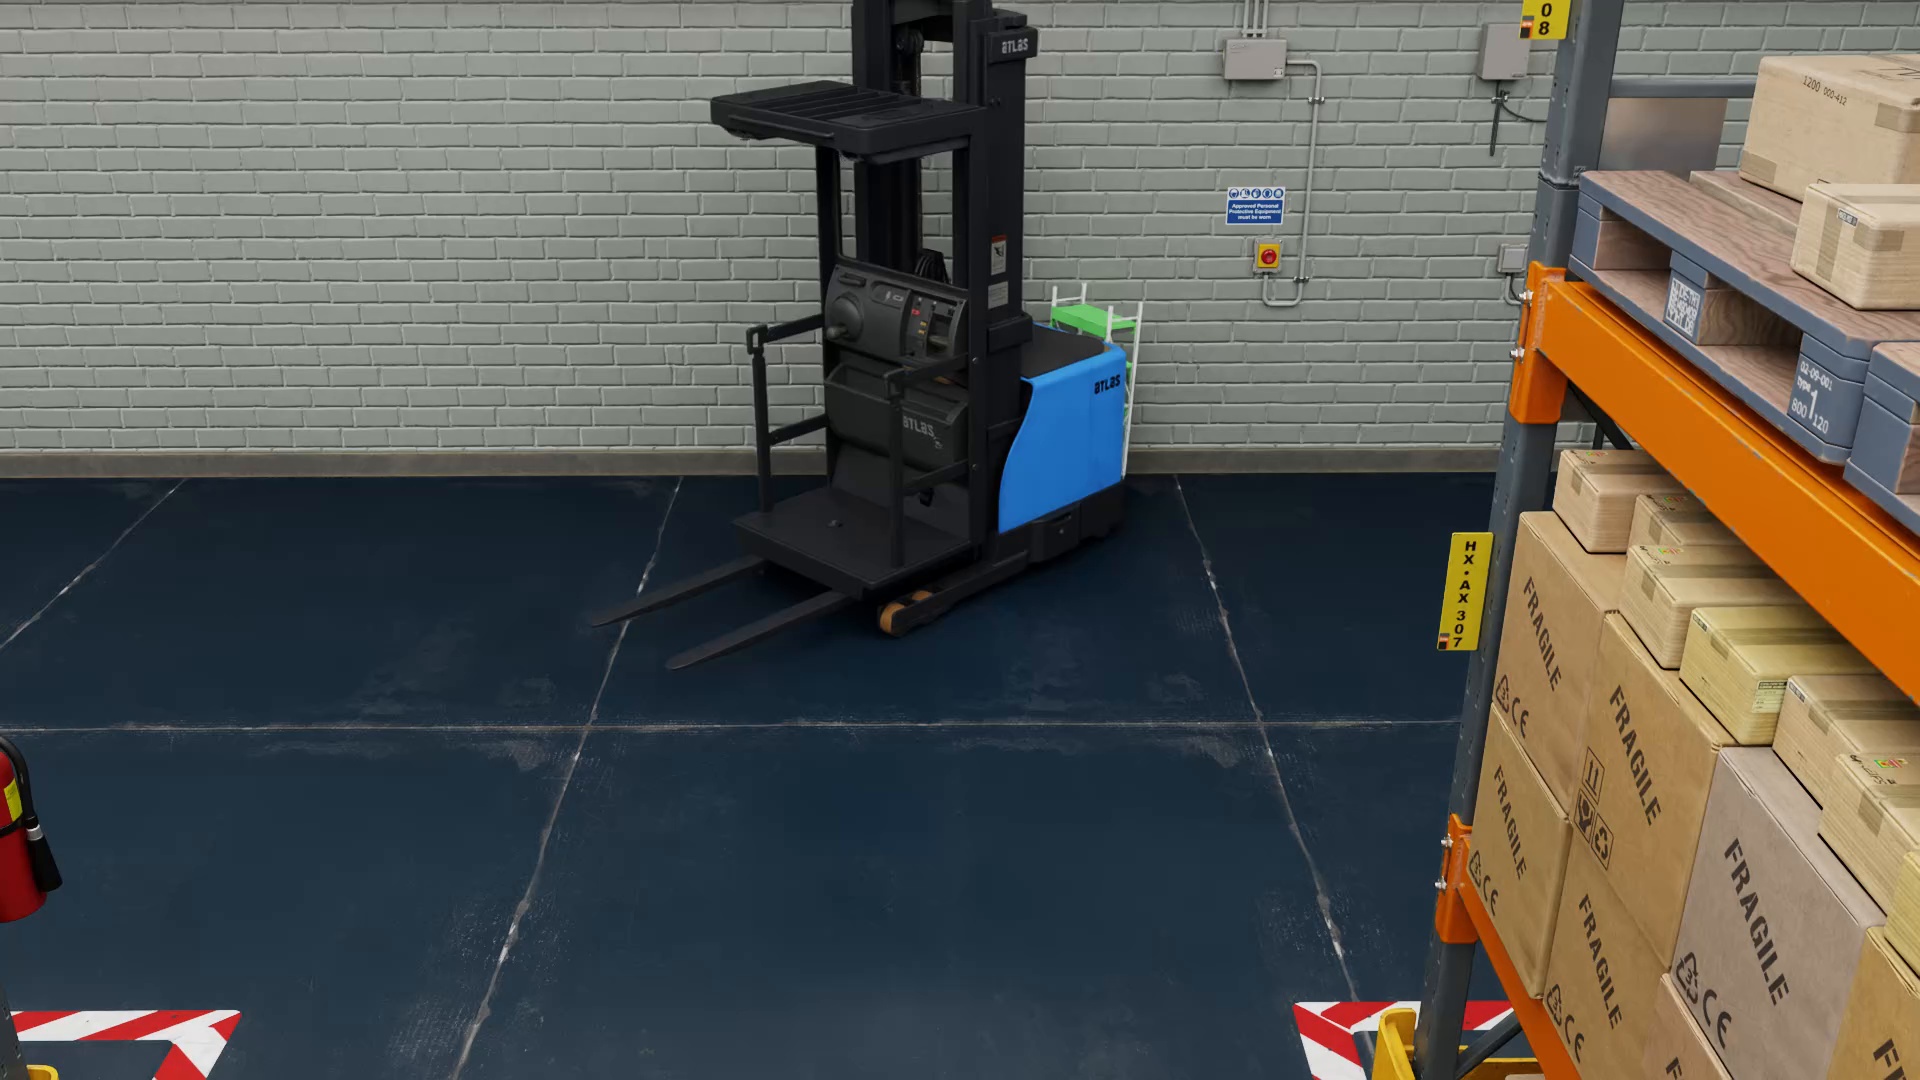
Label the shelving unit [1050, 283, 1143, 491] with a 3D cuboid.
[{"bbox_3d":[0.739,-0.830,9.608,0.258,1.200,0.503,-12,27,-34],"label":"shelving unit"}]

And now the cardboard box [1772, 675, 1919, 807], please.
[{"bbox_3d":[1.587,0.345,2.726,0.380,0.149,0.250,0,24,0],"label":"cardboard box"}]

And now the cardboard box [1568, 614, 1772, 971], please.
[{"bbox_3d":[1.555,0.473,3.230,0.500,0.500,0.500,-1,24,-2],"label":"cardboard box"}]

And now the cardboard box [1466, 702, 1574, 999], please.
[{"bbox_3d":[1.540,0.716,3.907,0.500,0.500,0.500,0,24,-1],"label":"cardboard box"}]

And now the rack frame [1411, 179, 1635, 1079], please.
[{"bbox_3d":[1.822,0.562,4.367,1.000,3.000,0.127,0,24,-1],"label":"rack frame"}]

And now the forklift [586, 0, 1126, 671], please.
[{"bbox_3d":[-0.475,-1.096,8.116,1.130,2.935,3.031,22,32,39],"label":"forklift"}]

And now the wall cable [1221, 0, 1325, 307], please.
[{"bbox_3d":[1.737,-2.239,9.289,0.585,1.953,0.123,0,24,-1],"label":"wall cable"}]

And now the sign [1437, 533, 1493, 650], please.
[{"bbox_3d":[1.267,0.132,4.173,0.100,0.325,0.005,0,24,-1],"label":"sign"}]

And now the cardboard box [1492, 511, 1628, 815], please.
[{"bbox_3d":[1.542,0.260,3.701,0.500,0.500,0.500,-1,24,-2],"label":"cardboard box"}]

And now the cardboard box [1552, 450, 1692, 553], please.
[{"bbox_3d":[1.549,-0.087,3.681,0.380,0.149,0.250,0,24,1],"label":"cardboard box"}]

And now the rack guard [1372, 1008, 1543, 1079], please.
[{"bbox_3d":[1.821,1.691,4.904,1.175,0.500,0.348,0,24,-1],"label":"rack guard"}]

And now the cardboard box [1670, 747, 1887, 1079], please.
[{"bbox_3d":[1.568,0.685,2.761,0.500,0.500,0.500,0,24,-1],"label":"cardboard box"}]

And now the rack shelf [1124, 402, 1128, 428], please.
[{"bbox_3d":[0.735,-0.771,9.632,0.258,0.148,0.480,-12,27,-34],"label":"rack shelf"}]

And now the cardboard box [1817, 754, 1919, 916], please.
[{"bbox_3d":[1.548,0.448,2.499,0.380,0.149,0.250,0,24,0],"label":"cardboard box"}]

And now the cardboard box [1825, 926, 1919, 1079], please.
[{"bbox_3d":[1.574,0.890,2.306,0.500,0.500,0.500,0,24,0],"label":"cardboard box"}]

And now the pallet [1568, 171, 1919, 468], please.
[{"bbox_3d":[1.840,-0.459,3.092,1.003,0.211,1.213,0,24,-1],"label":"pallet"}]

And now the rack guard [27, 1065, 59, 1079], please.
[{"bbox_3d":[-3.126,1.796,4.672,1.175,0.500,0.348,0,24,-1],"label":"rack guard"}]

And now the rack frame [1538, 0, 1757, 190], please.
[{"bbox_3d":[1.822,-2.171,3.131,1.000,3.000,0.127,0,24,-1],"label":"rack frame"}]

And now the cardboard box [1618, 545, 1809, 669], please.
[{"bbox_3d":[1.511,0.128,3.205,0.380,0.149,0.250,0,24,1],"label":"cardboard box"}]

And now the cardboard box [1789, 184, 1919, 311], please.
[{"bbox_3d":[1.604,-0.478,2.700,0.380,0.149,0.250,1,24,1],"label":"cardboard box"}]

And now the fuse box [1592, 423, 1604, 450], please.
[{"bbox_3d":[3.839,-1.124,9.658,0.539,1.711,0.414,0,24,-1],"label":"fuse box"}]

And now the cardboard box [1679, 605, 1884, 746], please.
[{"bbox_3d":[1.532,0.237,2.965,0.380,0.149,0.250,-1,24,-2],"label":"cardboard box"}]

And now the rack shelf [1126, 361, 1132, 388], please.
[{"bbox_3d":[0.750,-0.993,9.543,0.258,0.148,0.480,-12,27,-34],"label":"rack shelf"}]

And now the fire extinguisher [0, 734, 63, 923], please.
[{"bbox_3d":[-2.668,0.725,4.553,0.296,0.674,0.183,0,24,-1],"label":"fire extinguisher"}]

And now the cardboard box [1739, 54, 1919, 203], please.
[{"bbox_3d":[1.917,-0.788,3.264,0.500,0.250,0.500,-2,24,-5],"label":"cardboard box"}]

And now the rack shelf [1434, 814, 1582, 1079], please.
[{"bbox_3d":[1.844,1.714,2.693,1.077,0.370,4.000,0,24,-1],"label":"rack shelf"}]

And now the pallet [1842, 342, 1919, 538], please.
[{"bbox_3d":[1.856,0.045,1.977,1.003,0.211,1.213,0,24,-1],"label":"pallet"}]

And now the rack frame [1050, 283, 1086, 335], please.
[{"bbox_3d":[0.596,-0.912,9.788,0.240,1.200,0.015,-12,27,-34],"label":"rack frame"}]

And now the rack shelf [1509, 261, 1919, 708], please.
[{"bbox_3d":[1.844,0.347,2.075,1.077,0.370,4.000,0,24,-1],"label":"rack shelf"}]

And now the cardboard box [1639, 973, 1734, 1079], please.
[{"bbox_3d":[1.561,1.134,2.982,0.500,0.500,0.500,0,24,-1],"label":"cardboard box"}]

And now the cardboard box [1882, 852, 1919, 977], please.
[{"bbox_3d":[1.524,0.552,2.267,0.380,0.149,0.250,-1,24,-2],"label":"cardboard box"}]

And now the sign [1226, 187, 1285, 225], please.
[{"bbox_3d":[1.688,-1.910,9.504,0.327,0.218,0.001,0,24,-1],"label":"sign"}]

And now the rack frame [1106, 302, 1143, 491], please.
[{"bbox_3d":[0.883,-0.749,9.428,0.240,1.200,0.015,-12,27,-34],"label":"rack frame"}]

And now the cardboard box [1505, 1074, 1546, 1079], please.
[{"bbox_3d":[1.929,1.810,4.208,0.875,0.438,0.875,-1,24,-2],"label":"cardboard box"}]

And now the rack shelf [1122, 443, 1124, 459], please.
[{"bbox_3d":[0.721,-0.549,9.721,0.258,0.148,0.480,-12,27,-34],"label":"rack shelf"}]

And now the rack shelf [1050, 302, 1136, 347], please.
[{"bbox_3d":[0.764,-1.216,9.453,0.258,0.148,0.480,-12,27,-34],"label":"rack shelf"}]

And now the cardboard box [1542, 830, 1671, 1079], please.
[{"bbox_3d":[1.573,0.924,3.446,0.500,0.500,0.500,-1,24,-1],"label":"cardboard box"}]

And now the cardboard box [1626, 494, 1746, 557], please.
[{"bbox_3d":[1.623,0.021,3.443,0.380,0.149,0.250,0,24,1],"label":"cardboard box"}]

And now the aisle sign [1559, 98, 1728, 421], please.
[{"bbox_3d":[1.531,-0.651,3.894,0.394,0.787,0.004,0,24,-1],"label":"aisle sign"}]

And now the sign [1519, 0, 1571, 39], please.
[{"bbox_3d":[1.267,-1.239,3.553,0.100,0.325,0.005,0,24,-1],"label":"sign"}]

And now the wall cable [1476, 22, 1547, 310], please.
[{"bbox_3d":[3.155,-2.235,9.320,0.588,1.984,0.122,0,24,-1],"label":"wall cable"}]
